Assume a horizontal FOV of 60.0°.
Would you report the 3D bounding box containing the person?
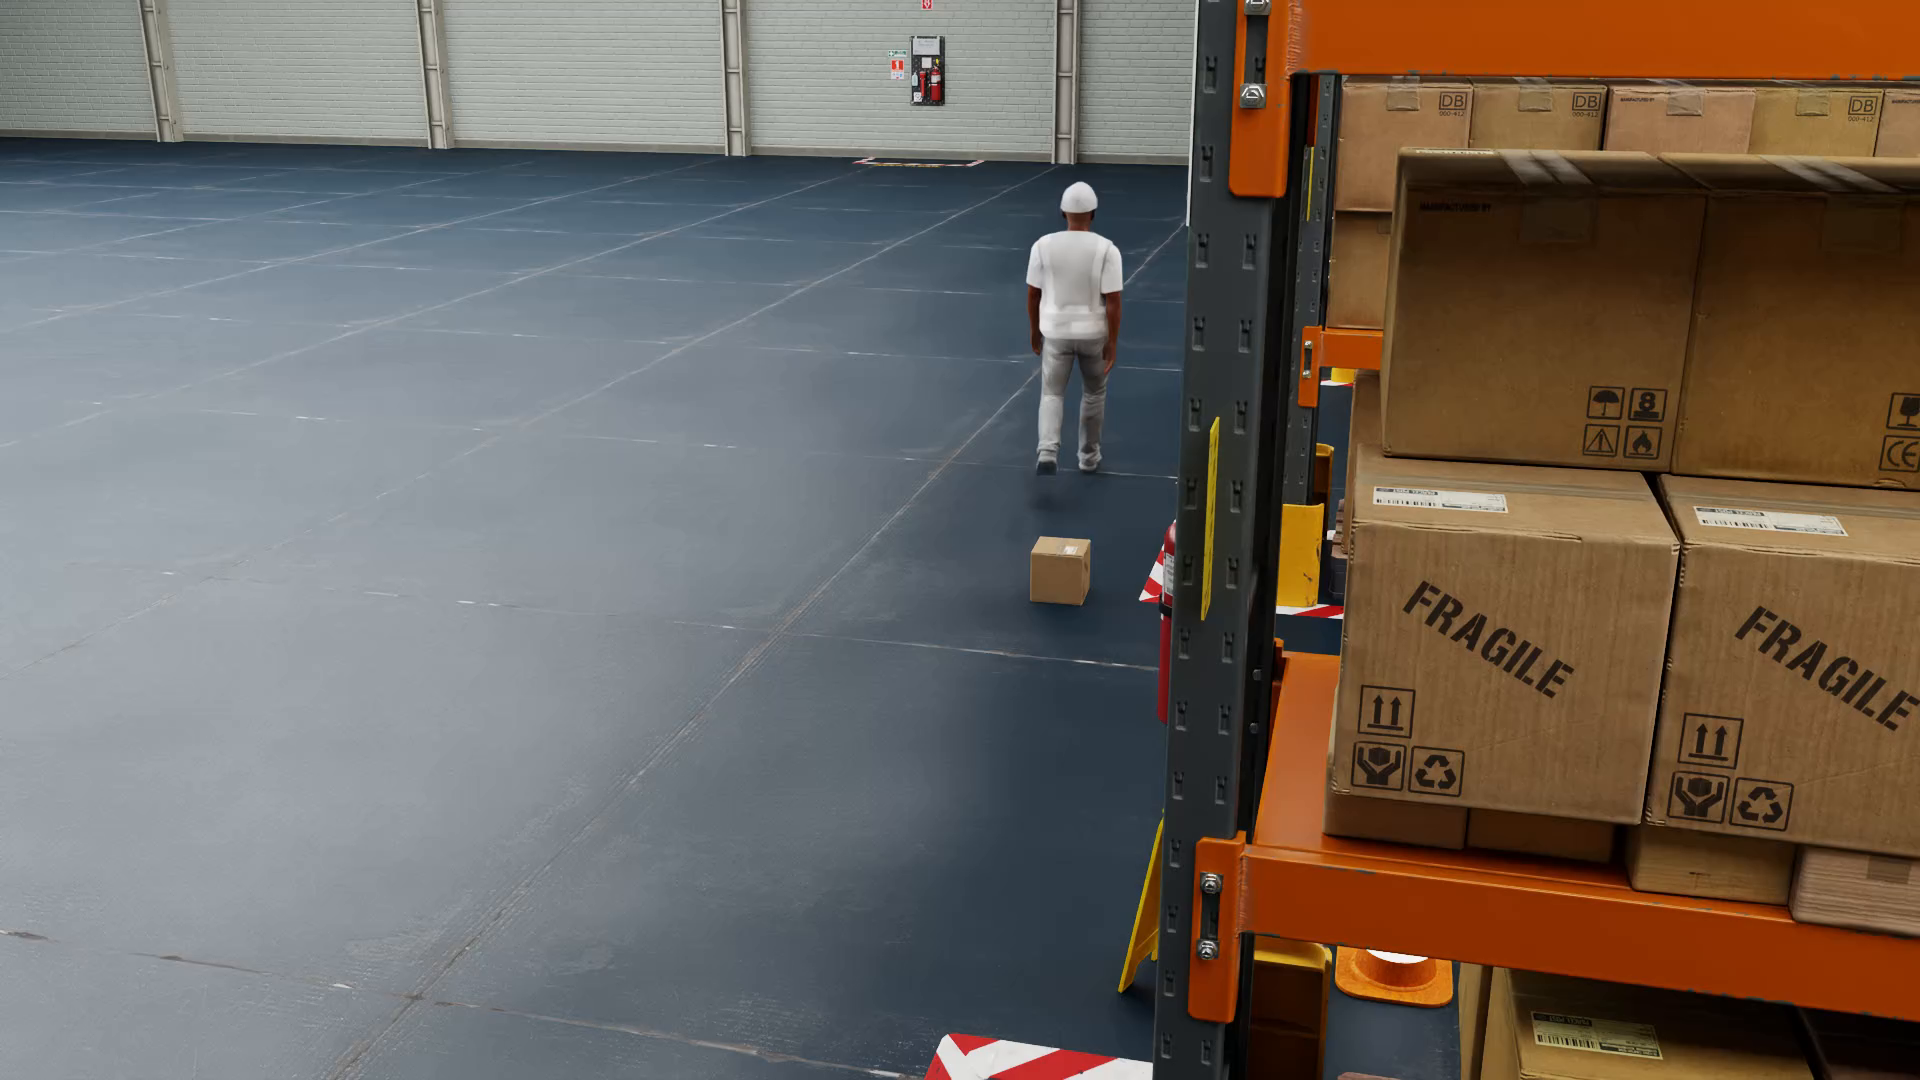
[{"bbox_3d":[0.663,-1.199,9.666,0.565,1.739,0.906,3,18,10],"label":"person"}]
